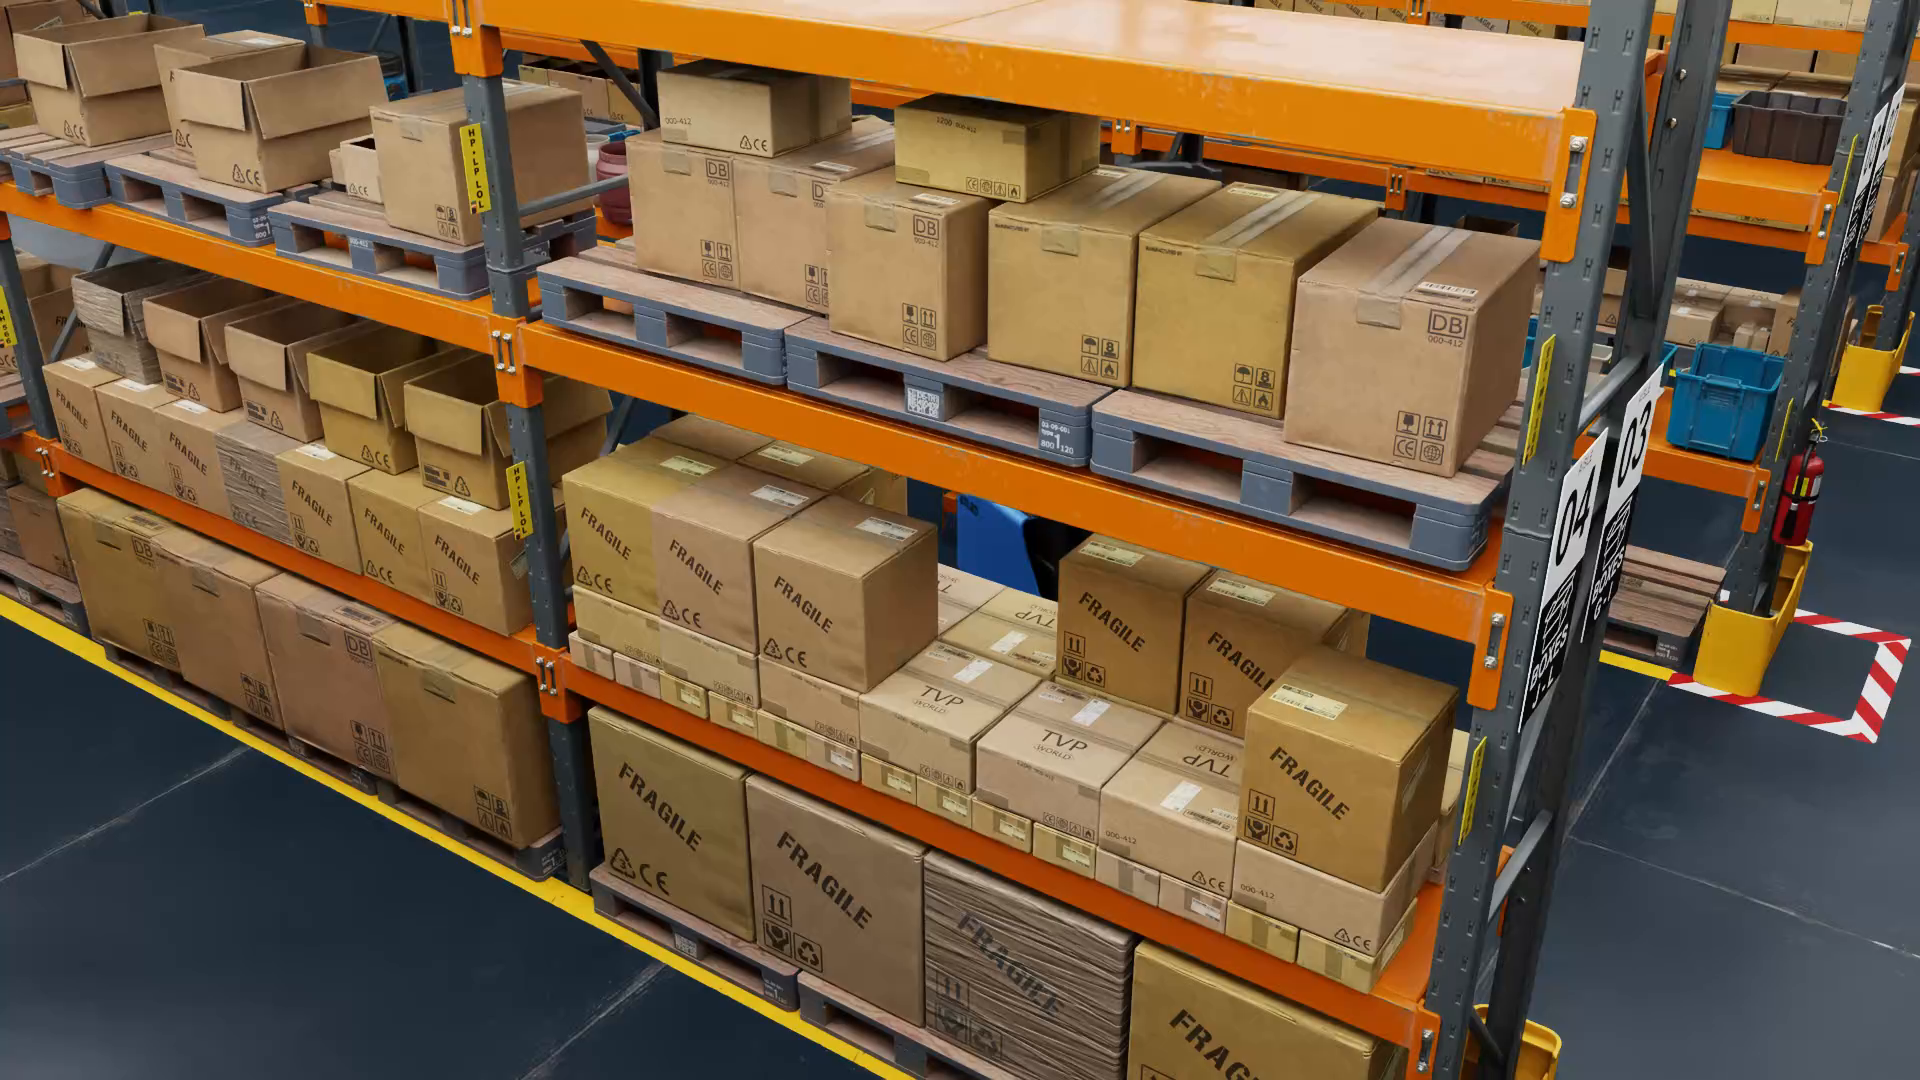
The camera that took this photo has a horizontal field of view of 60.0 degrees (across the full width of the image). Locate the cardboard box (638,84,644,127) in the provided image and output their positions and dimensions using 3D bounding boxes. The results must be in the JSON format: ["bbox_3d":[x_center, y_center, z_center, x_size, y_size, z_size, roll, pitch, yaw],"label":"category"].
[{"bbox_3d":[-3.403,-5.108,19.496,0.500,0.500,0.500,17,32,30],"label":"cardboard box"}]

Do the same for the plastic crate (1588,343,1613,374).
[{"bbox_3d":[3.798,-1.093,10.089,0.298,0.136,0.250,17,32,30],"label":"plastic crate"}]

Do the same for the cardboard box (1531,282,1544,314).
[{"bbox_3d":[5.045,-2.114,14.509,0.250,0.166,0.380,17,32,30],"label":"cardboard box"}]

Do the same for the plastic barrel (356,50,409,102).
[{"bbox_3d":[-5.152,-3.802,14.635,0.708,0.901,0.600,17,32,30],"label":"plastic barrel"}]

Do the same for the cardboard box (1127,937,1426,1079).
[{"bbox_3d":[1.215,1.768,6.123,0.875,0.875,0.875,17,32,30],"label":"cardboard box"}]

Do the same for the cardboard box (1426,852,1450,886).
[{"bbox_3d":[1.682,1.040,5.951,0.250,0.149,0.380,18,32,31],"label":"cardboard box"}]

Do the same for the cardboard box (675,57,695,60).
[{"bbox_3d":[-2.861,-5.798,19.000,0.500,0.500,0.700,16,31,29],"label":"cardboard box"}]

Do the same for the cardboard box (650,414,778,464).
[{"bbox_3d":[-0.979,-0.267,7.252,0.500,0.500,0.500,18,32,32],"label":"cardboard box"}]

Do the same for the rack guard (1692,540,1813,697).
[{"bbox_3d":[4.619,0.406,9.675,0.348,0.500,1.175,17,32,30],"label":"rack guard"}]

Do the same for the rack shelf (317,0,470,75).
[{"bbox_3d":[-3.158,-2.573,7.393,4.000,0.370,1.077,17,32,30],"label":"rack shelf"}]

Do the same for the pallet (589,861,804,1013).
[{"bbox_3d":[-0.927,1.582,7.682,1.213,0.211,1.003,17,32,30],"label":"pallet"}]

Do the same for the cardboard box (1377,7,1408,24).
[{"bbox_3d":[5.131,-6.037,19.119,0.500,0.500,0.500,18,32,32],"label":"cardboard box"}]

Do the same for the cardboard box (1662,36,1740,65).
[{"bbox_3d":[7.940,-5.239,17.681,0.700,0.700,0.980,16,31,29],"label":"cardboard box"}]

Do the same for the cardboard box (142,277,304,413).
[{"bbox_3d":[-3.677,-1.042,8.547,0.637,0.503,0.797,18,32,31],"label":"cardboard box"}]

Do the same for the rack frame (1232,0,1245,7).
[{"bbox_3d":[3.607,-6.468,20.426,0.127,3.000,1.000,17,32,30],"label":"rack frame"}]

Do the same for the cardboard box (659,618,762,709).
[{"bbox_3d":[-0.863,0.397,6.773,0.500,0.250,0.500,17,32,30],"label":"cardboard box"}]

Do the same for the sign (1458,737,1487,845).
[{"bbox_3d":[1.469,0.720,4.764,0.005,0.325,0.100,17,32,30],"label":"sign"}]

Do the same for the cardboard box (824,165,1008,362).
[{"bbox_3d":[-0.039,-0.992,5.676,0.500,0.500,0.700,19,33,32],"label":"cardboard box"}]

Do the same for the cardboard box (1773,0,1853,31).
[{"bbox_3d":[6.421,-3.996,12.427,0.500,0.250,0.500,17,32,30],"label":"cardboard box"}]

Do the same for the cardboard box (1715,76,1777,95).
[{"bbox_3d":[6.030,-3.323,13.034,0.500,0.500,0.500,18,32,32],"label":"cardboard box"}]

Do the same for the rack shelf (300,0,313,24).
[{"bbox_3d":[-6.948,-5.321,15.658,4.000,0.370,1.077,17,32,30],"label":"rack shelf"}]

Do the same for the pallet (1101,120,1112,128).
[{"bbox_3d":[1.404,-4.381,16.538,1.003,0.211,1.213,17,32,30],"label":"pallet"}]

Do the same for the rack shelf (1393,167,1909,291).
[{"bbox_3d":[5.751,-2.753,13.920,4.000,0.370,1.077,17,32,30],"label":"rack shelf"}]

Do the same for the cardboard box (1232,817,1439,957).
[{"bbox_3d":[1.238,1.051,5.488,0.500,0.250,0.500,17,31,30],"label":"cardboard box"}]

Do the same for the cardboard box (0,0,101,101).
[{"bbox_3d":[-5.048,-2.733,9.119,0.500,0.500,0.500,18,32,31],"label":"cardboard box"}]

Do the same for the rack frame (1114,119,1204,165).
[{"bbox_3d":[1.295,-1.737,11.129,0.127,3.000,1.000,17,32,30],"label":"rack frame"}]

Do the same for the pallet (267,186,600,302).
[{"bbox_3d":[-2.293,-1.353,7.280,1.217,0.209,0.805,16,31,28],"label":"pallet"}]

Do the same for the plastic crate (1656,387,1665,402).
[{"bbox_3d":[3.817,-0.760,9.436,0.243,0.136,0.396,17,32,30],"label":"plastic crate"}]

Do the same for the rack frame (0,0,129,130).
[{"bbox_3d":[-4.806,-3.586,8.148,0.127,3.000,1.000,17,32,30],"label":"rack frame"}]

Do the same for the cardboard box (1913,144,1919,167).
[{"bbox_3d":[9.784,-3.961,17.077,0.250,0.149,0.380,18,32,31],"label":"cardboard box"}]

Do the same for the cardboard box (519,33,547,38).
[{"bbox_3d":[-4.976,-6.456,20.292,0.500,0.500,0.700,18,32,32],"label":"cardboard box"}]

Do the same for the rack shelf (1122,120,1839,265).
[{"bbox_3d":[2.943,-2.239,9.603,4.000,0.370,1.077,17,32,30],"label":"rack shelf"}]

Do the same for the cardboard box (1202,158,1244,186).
[{"bbox_3d":[2.604,-3.605,16.244,0.500,0.250,0.500,17,31,29],"label":"cardboard box"}]

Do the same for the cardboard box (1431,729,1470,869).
[{"bbox_3d":[1.545,0.852,5.879,0.500,0.250,0.500,16,31,29],"label":"cardboard box"}]

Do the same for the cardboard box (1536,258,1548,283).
[{"bbox_3d":[5.351,-2.352,14.819,0.500,0.311,0.500,17,32,30],"label":"cardboard box"}]

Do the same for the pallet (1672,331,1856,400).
[{"bbox_3d":[6.679,-1.541,13.820,1.213,0.211,1.003,17,32,30],"label":"pallet"}]

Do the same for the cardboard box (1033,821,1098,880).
[{"bbox_3d":[0.465,1.024,5.981,0.250,0.149,0.380,17,31,29],"label":"cardboard box"}]

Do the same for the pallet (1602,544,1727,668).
[{"bbox_3d":[3.934,0.307,10.188,1.213,0.211,1.003,17,32,30],"label":"pallet"}]

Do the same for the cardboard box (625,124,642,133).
[{"bbox_3d":[-3.825,-4.896,19.906,0.500,0.250,0.500,17,32,30],"label":"cardboard box"}]

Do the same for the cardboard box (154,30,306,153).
[{"bbox_3d":[-3.502,-2.162,8.085,0.500,0.500,0.500,19,33,33],"label":"cardboard box"}]

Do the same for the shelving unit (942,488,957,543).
[{"bbox_3d":[0.044,-0.454,10.759,0.252,1.050,0.215,17,32,30],"label":"shelving unit"}]

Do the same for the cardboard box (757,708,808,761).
[{"bbox_3d":[-0.591,0.695,6.629,0.250,0.149,0.380,17,31,30],"label":"cardboard box"}]

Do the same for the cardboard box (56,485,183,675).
[{"bbox_3d":[-4.249,0.033,9.532,0.875,0.875,1.225,16,31,28],"label":"cardboard box"}]

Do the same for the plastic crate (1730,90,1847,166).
[{"bbox_3d":[4.432,-2.191,8.859,0.590,0.269,0.497,17,32,30],"label":"plastic crate"}]

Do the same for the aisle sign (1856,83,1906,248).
[{"bbox_3d":[4.820,-1.961,8.703,0.004,0.787,0.394,17,32,30],"label":"aisle sign"}]

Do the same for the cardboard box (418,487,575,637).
[{"bbox_3d":[-2.049,0.052,7.503,0.500,0.500,0.500,17,32,30],"label":"cardboard box"}]

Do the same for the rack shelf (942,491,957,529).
[{"bbox_3d":[0.044,-0.197,10.890,0.240,0.259,0.215,17,32,30],"label":"rack shelf"}]

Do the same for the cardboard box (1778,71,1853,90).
[{"bbox_3d":[6.748,-3.395,13.174,0.500,0.500,0.500,18,32,31],"label":"cardboard box"}]

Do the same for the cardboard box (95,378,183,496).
[{"bbox_3d":[-4.133,-0.599,8.783,0.500,0.500,0.500,16,31,29],"label":"cardboard box"}]

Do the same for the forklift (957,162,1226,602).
[{"bbox_3d":[1.106,-0.280,8.343,1.130,2.935,3.031,-14,30,-25],"label":"forklift"}]

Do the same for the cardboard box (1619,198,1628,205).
[{"bbox_3d":[5.623,-3.010,13.521,0.500,0.500,0.500,17,31,30],"label":"cardboard box"}]

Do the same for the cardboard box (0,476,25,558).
[{"bbox_3d":[-5.835,-0.296,10.570,0.500,0.500,0.700,14,30,26],"label":"cardboard box"}]
